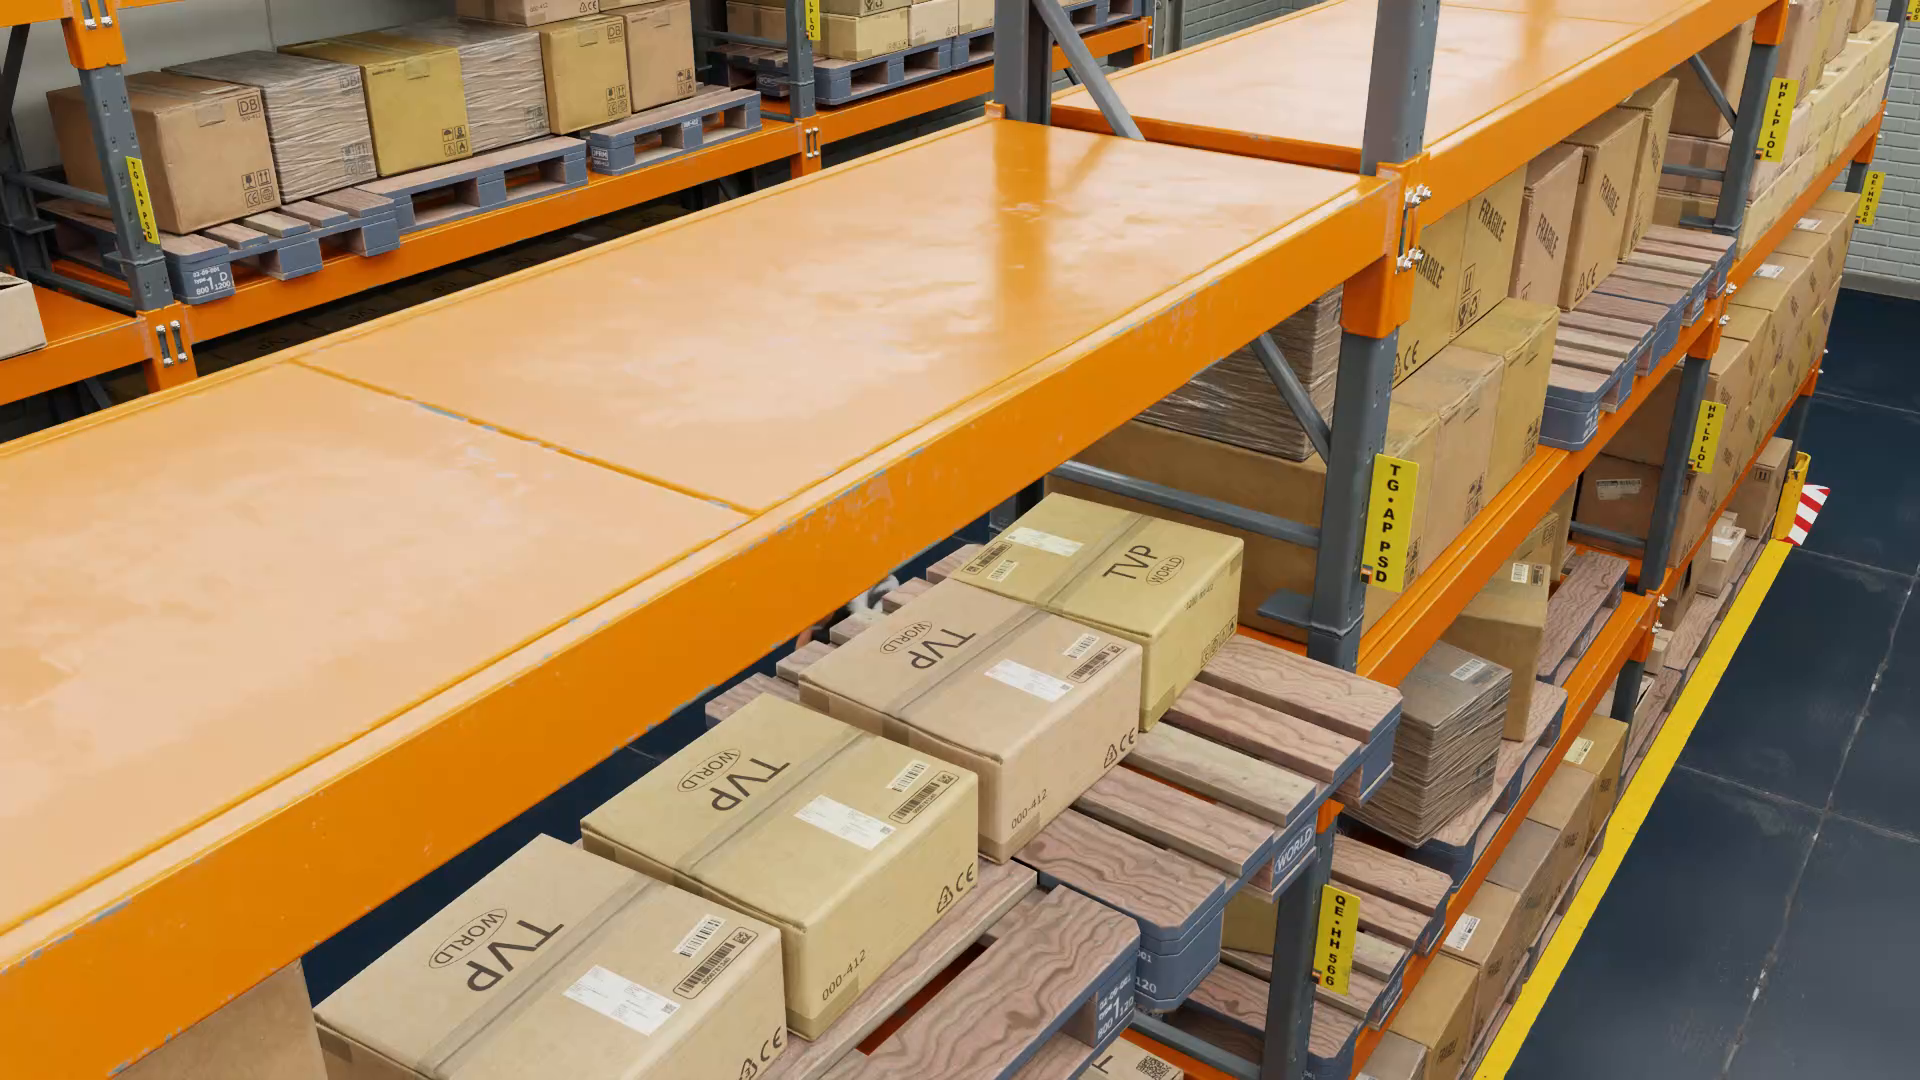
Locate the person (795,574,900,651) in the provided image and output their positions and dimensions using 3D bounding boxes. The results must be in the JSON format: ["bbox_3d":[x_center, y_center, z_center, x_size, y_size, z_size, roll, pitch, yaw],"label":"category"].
[{"bbox_3d":[-0.641,0.467,9.297,0.470,0.816,0.837,17,32,30],"label":"person"}]
